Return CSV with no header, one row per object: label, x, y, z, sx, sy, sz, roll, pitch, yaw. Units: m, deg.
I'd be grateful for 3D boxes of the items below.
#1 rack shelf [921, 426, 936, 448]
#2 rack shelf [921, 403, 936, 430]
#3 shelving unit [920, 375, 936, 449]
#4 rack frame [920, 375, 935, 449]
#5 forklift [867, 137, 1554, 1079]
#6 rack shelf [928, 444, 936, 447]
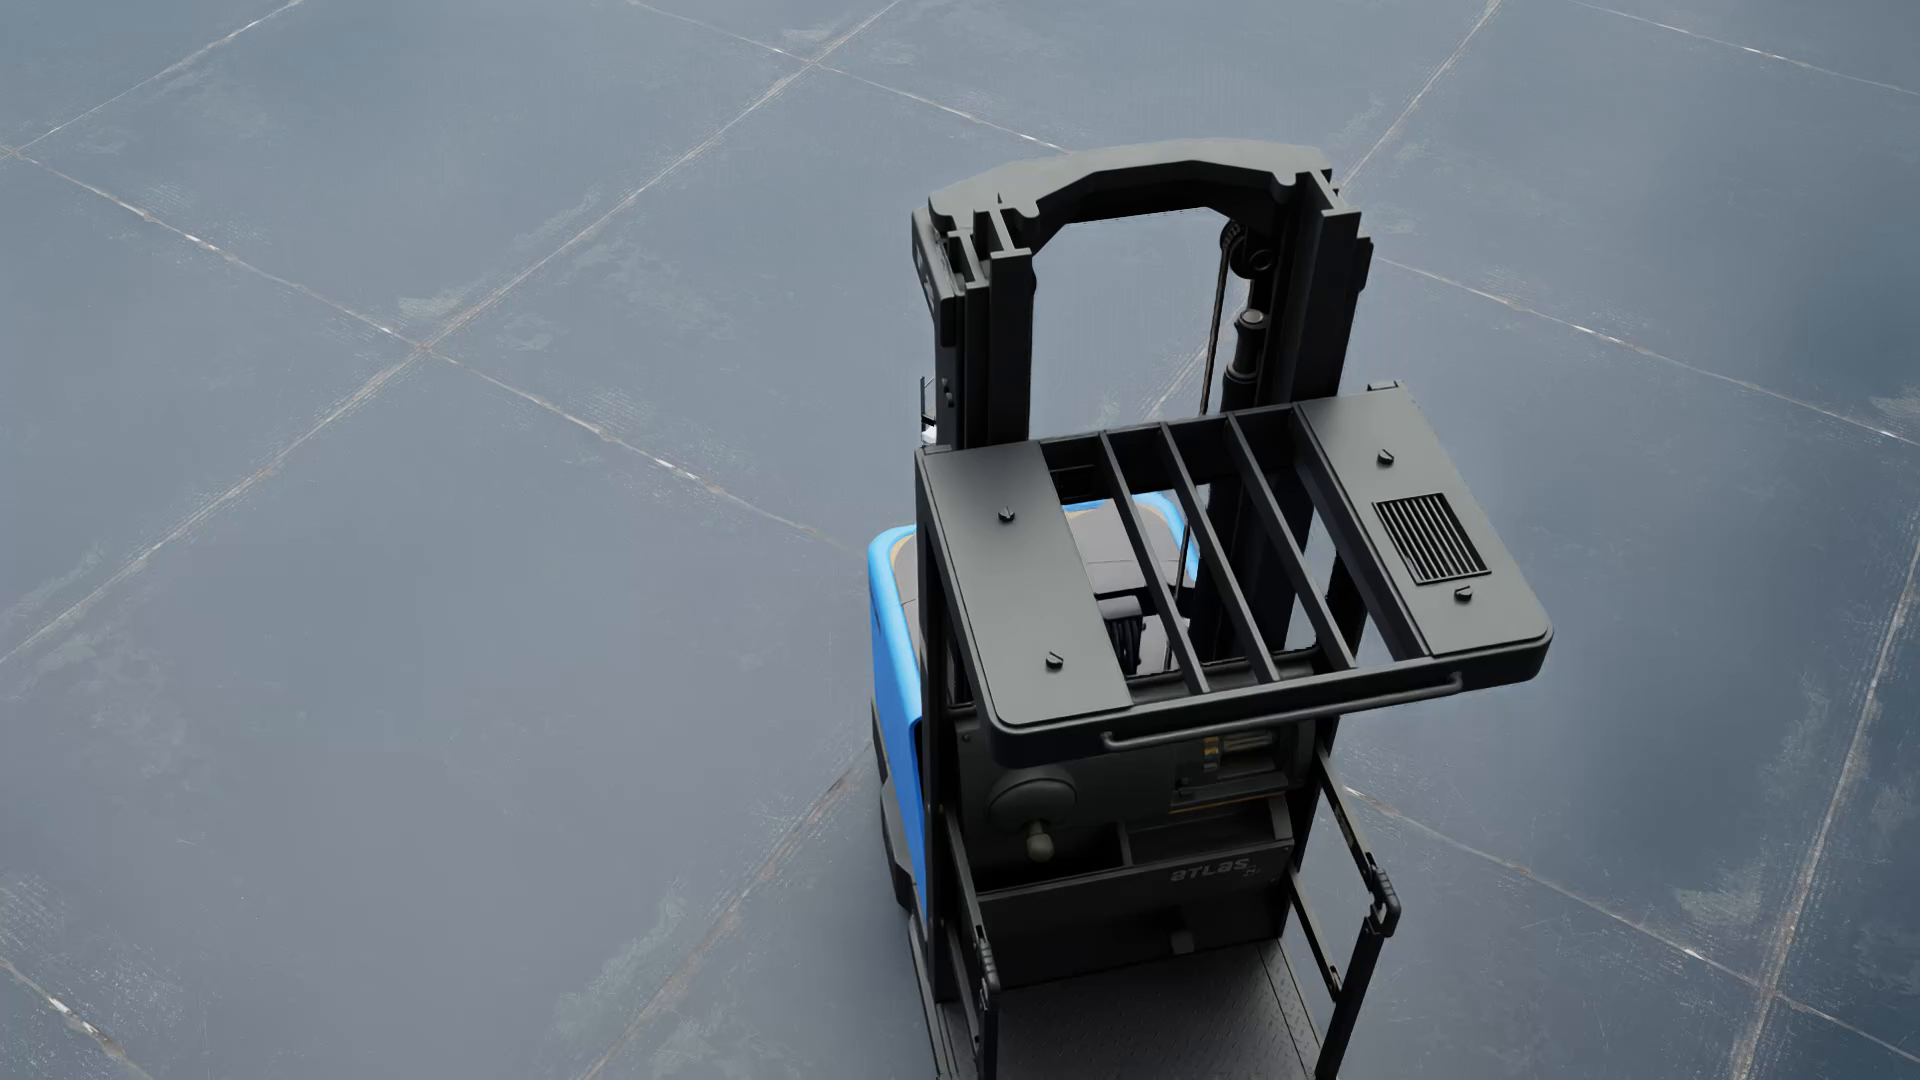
rack shelf,0.007,-0.413,6.319,0.200,0.077,0.258,25,51,22
rack shelf,0.007,-0.475,6.254,0.200,0.077,0.258,25,51,22
shelving unit,0.007,-0.310,6.424,0.210,0.900,0.258,25,51,22
rack frame,-0.079,-0.350,6.462,0.006,0.900,0.240,25,51,22
forklift,0.498,0.660,4.065,1.130,2.935,3.031,-9,46,-8
rack shelf,0.007,-0.350,6.384,0.200,0.077,0.258,25,51,22
